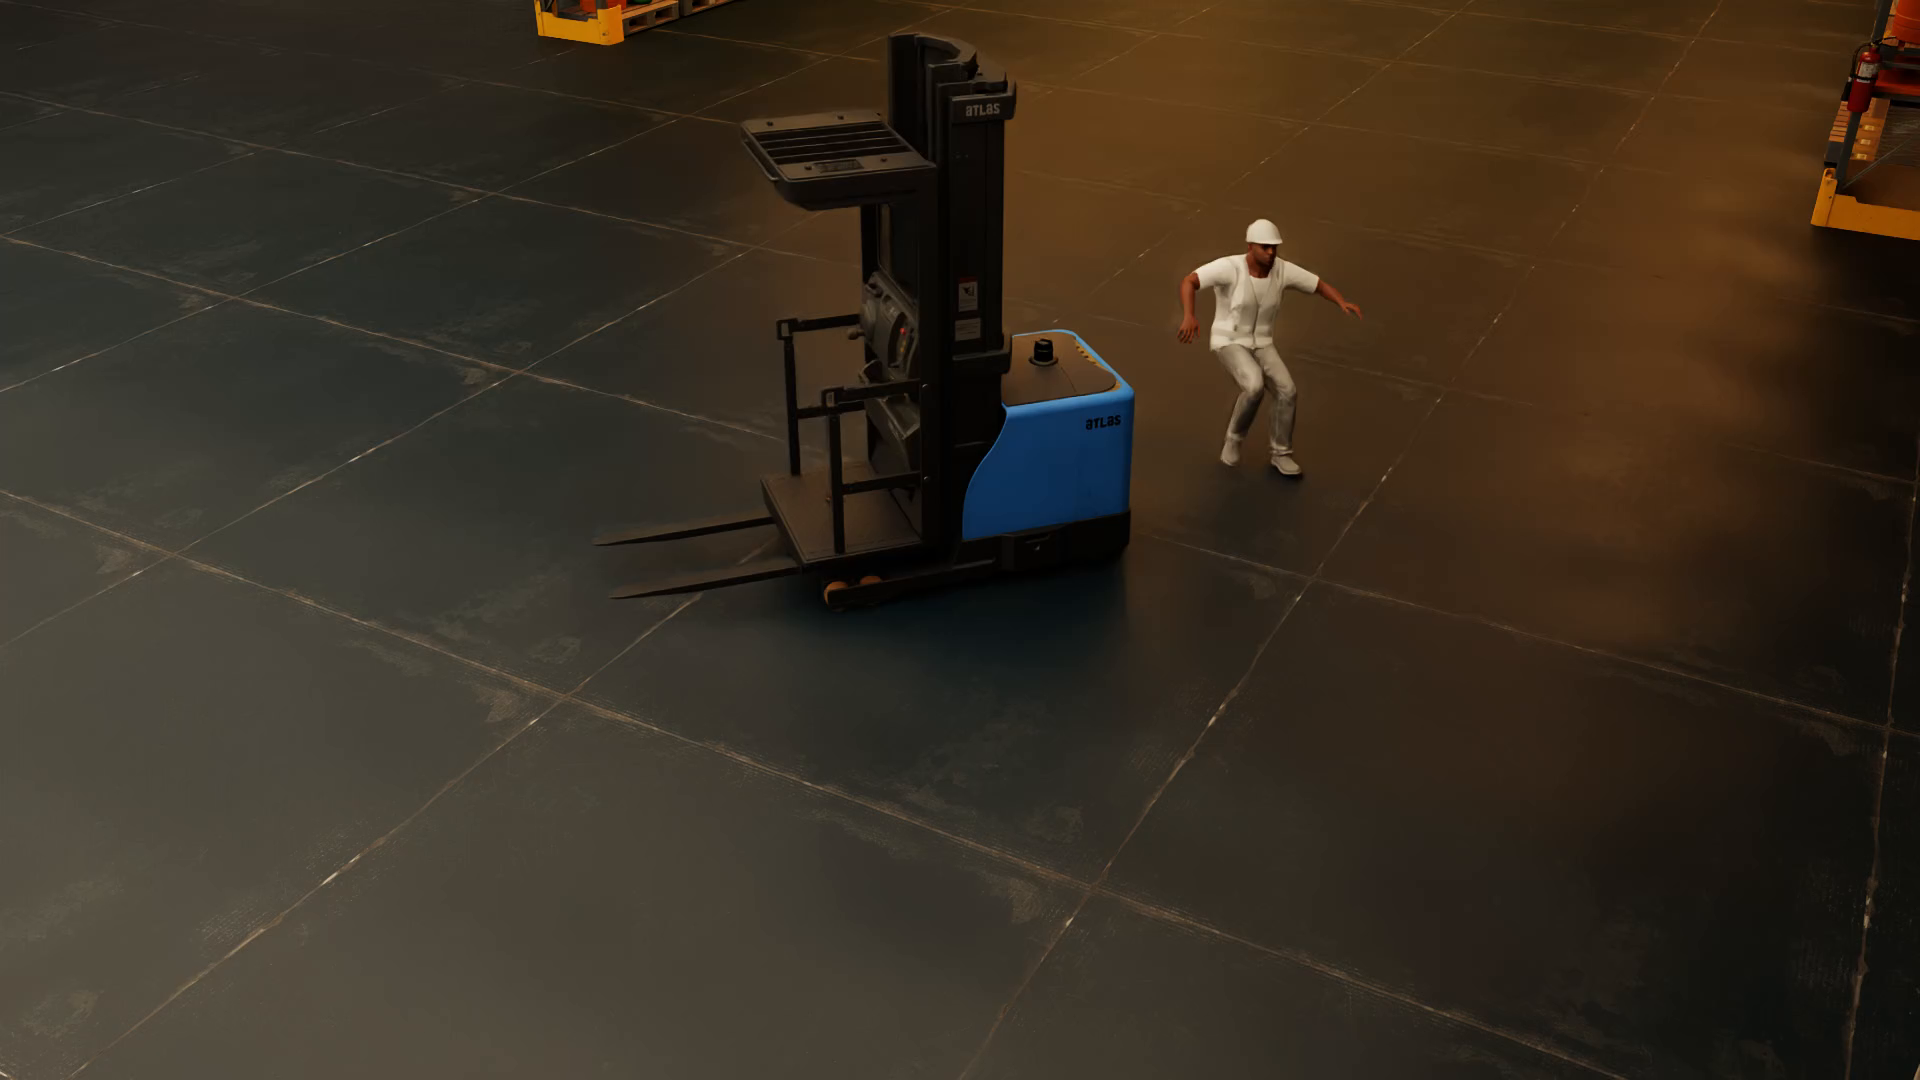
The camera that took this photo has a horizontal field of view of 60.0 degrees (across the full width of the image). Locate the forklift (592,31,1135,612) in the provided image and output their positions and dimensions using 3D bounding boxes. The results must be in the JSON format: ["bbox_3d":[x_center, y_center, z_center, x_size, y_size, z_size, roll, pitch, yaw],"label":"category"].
[{"bbox_3d":[-0.576,-1.167,9.092,3.031,2.935,1.130,-10,31,-16],"label":"forklift"}]

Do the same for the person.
[{"bbox_3d":[1.914,-1.216,10.589,1.125,1.533,0.873,-13,32,-21],"label":"person"}]
